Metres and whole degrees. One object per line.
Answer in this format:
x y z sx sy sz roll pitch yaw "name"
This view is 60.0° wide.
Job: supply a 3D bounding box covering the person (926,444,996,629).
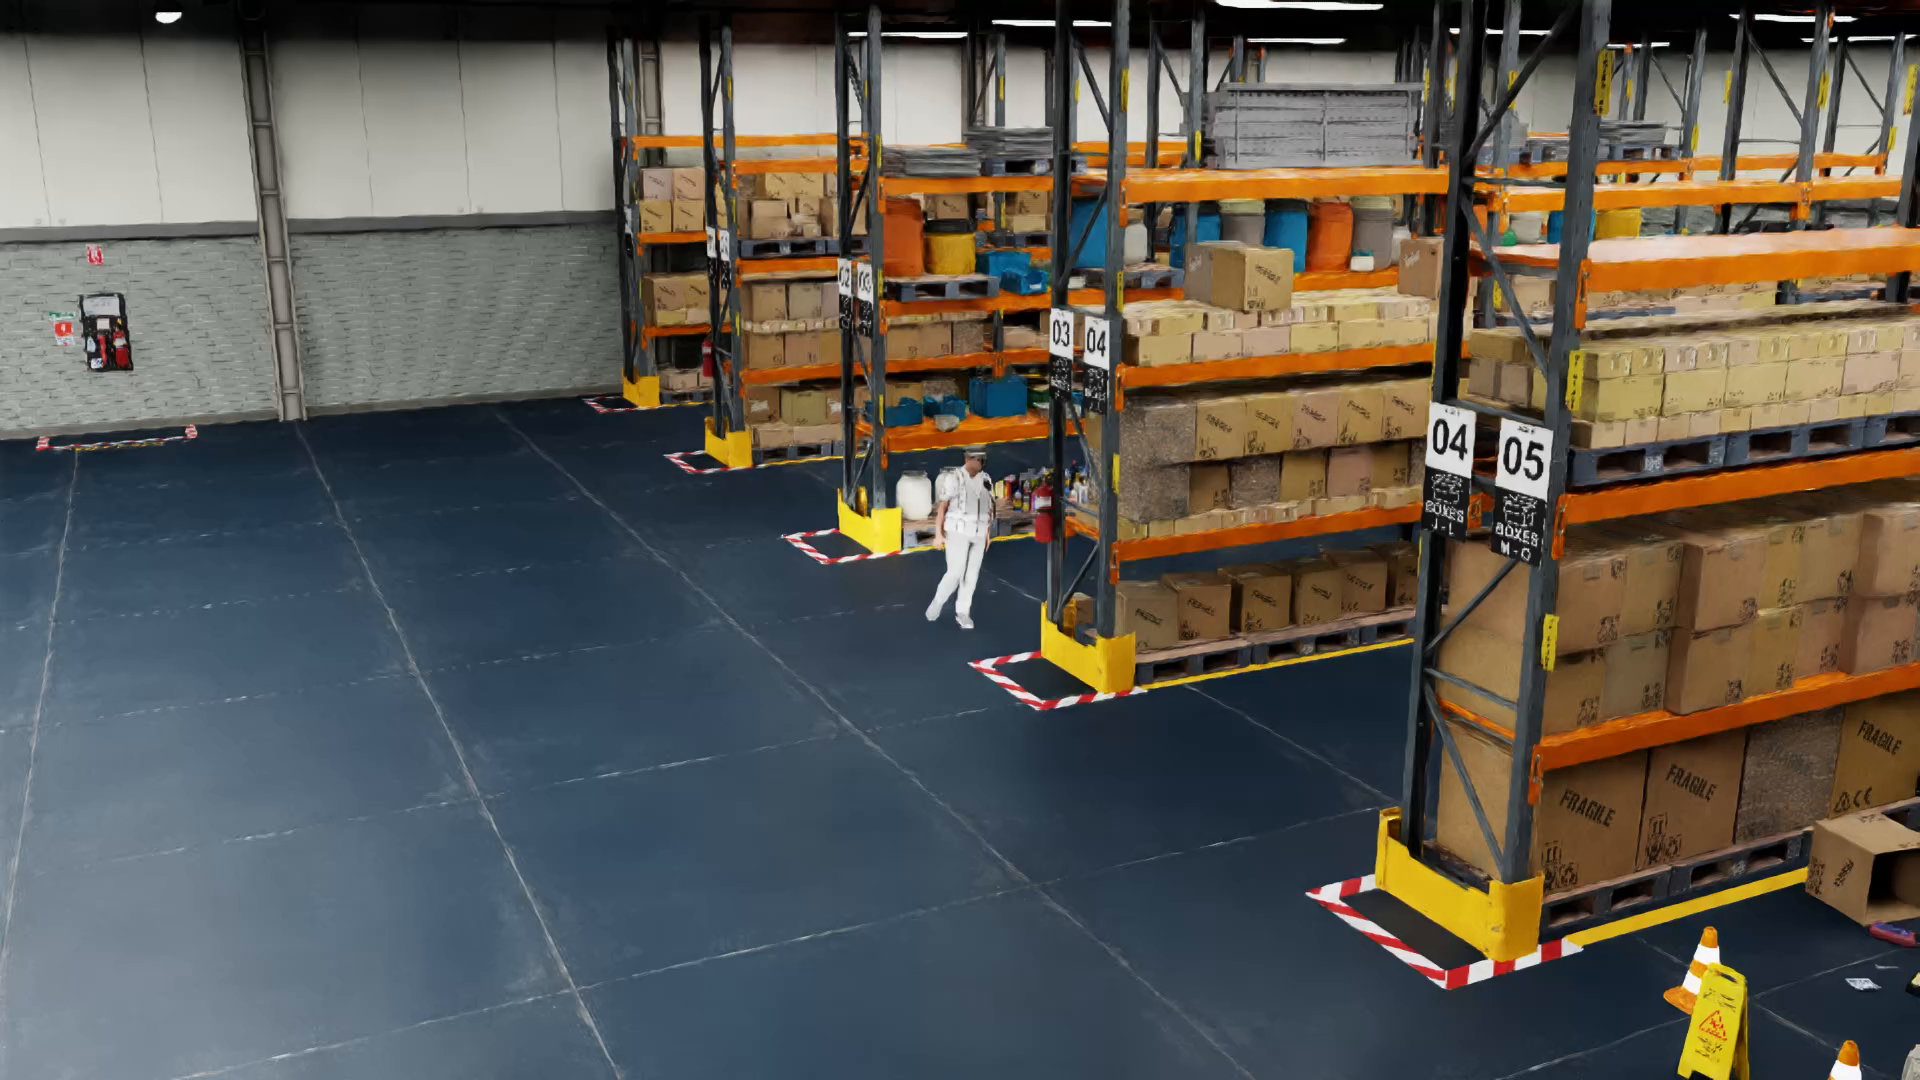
0.041 -0.045 15.982 0.690 1.748 0.476 -10 18 -32 "person"
